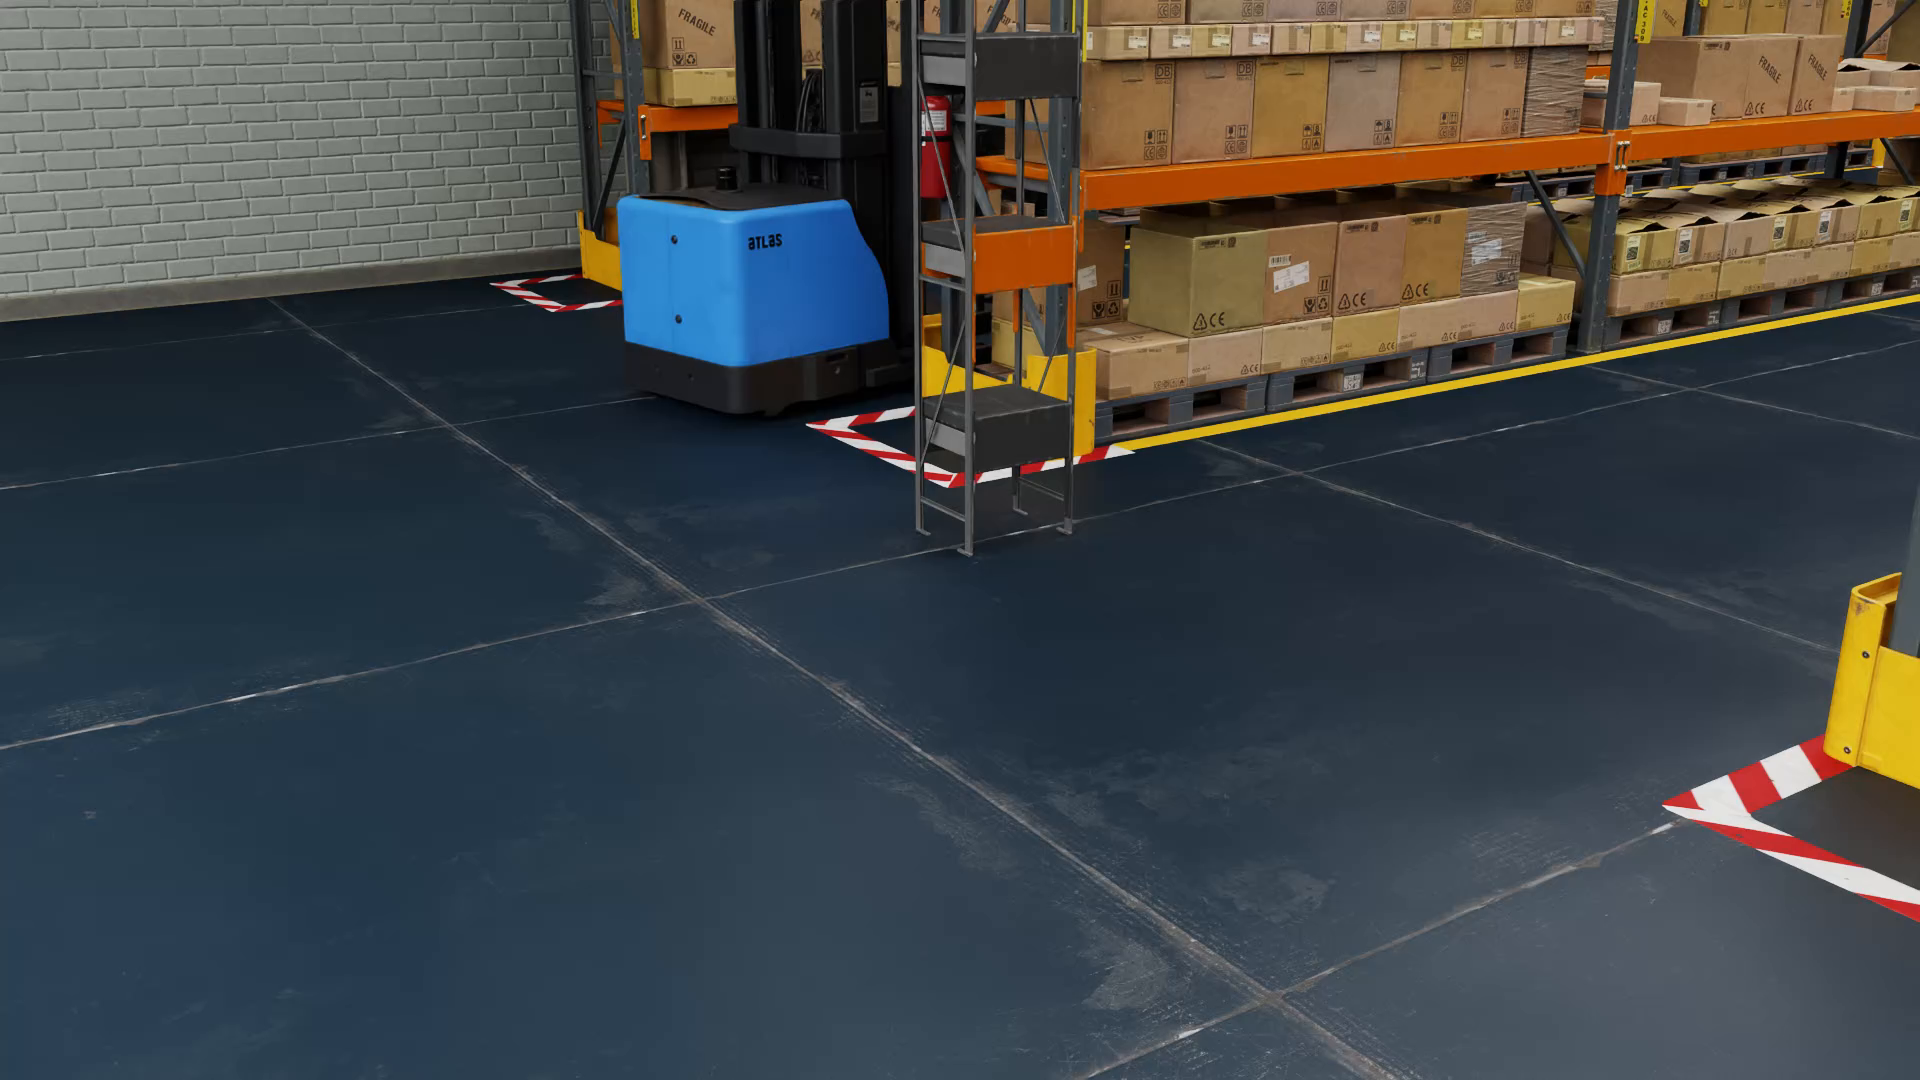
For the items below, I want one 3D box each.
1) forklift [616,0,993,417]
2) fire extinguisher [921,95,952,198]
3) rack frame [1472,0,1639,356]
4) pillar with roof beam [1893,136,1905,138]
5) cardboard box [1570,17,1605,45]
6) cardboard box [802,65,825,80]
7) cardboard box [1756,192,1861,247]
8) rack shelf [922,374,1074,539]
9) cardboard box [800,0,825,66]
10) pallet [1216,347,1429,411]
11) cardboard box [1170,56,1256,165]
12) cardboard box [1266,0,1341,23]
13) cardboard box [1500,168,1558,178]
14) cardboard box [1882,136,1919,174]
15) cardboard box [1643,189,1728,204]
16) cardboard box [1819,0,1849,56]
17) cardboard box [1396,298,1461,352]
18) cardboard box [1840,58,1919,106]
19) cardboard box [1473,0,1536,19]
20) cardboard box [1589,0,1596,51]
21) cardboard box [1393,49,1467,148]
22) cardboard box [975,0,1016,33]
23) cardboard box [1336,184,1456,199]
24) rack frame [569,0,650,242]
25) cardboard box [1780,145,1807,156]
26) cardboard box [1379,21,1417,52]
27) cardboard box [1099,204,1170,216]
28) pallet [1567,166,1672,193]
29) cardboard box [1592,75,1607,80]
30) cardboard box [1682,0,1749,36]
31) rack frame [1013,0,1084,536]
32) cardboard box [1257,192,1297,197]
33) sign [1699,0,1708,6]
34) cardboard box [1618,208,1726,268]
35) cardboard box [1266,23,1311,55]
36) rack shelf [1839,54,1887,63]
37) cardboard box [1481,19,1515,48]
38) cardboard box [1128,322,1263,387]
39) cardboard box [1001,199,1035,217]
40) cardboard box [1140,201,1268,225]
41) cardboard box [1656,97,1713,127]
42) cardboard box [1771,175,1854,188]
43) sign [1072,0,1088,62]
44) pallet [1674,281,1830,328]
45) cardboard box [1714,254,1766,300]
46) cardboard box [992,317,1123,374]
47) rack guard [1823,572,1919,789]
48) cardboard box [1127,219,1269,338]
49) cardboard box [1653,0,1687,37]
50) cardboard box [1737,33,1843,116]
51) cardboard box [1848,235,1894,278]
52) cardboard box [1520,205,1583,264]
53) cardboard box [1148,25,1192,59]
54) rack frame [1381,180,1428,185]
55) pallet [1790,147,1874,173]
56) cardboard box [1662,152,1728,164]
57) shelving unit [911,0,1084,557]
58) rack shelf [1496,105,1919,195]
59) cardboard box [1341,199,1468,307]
[{"bbox_3d":[-0.429,-2.405,9.283,1.130,2.935,3.031,18,25,42],"label":"forklift"},{"bbox_3d":[-0.129,-2.040,8.216,0.183,0.674,0.296,-12,22,-31],"label":"fire extinguisher"},{"bbox_3d":[3.566,-2.678,9.982,0.127,3.000,1.000,-12,22,-31],"label":"rack frame"},{"bbox_3d":[15.008,-8.513,17.876,0.400,9.000,9.100,-12,22,-31],"label":"pillar with roof beam"},{"bbox_3d":[3.457,-2.927,9.551,0.250,0.149,0.380,-12,22,-31],"label":"cardboard box"},{"bbox_3d":[-1.065,-3.420,12.382,0.500,0.250,0.500,-12,22,-32],"label":"cardboard box"},{"bbox_3d":[5.751,-2.205,11.345,0.500,0.311,0.500,-12,22,-32],"label":"cardboard box"},{"bbox_3d":[0.138,-0.348,6.723,0.480,0.518,0.431,-12,22,-31],"label":"rack shelf"},{"bbox_3d":[-1.085,-3.769,12.241,0.500,0.500,0.500,-13,22,-33],"label":"cardboard box"},{"bbox_3d":[1.859,-1.012,9.408,1.213,0.211,1.003,-12,22,-31],"label":"pallet"},{"bbox_3d":[1.058,-2.193,8.392,0.500,0.500,0.700,-11,22,-30],"label":"cardboard box"},{"bbox_3d":[1.523,-2.906,8.476,0.500,0.500,0.700,-12,22,-31],"label":"cardboard box"},{"bbox_3d":[5.601,-4.134,16.991,0.750,0.750,0.750,-12,22,-32],"label":"cardboard box"},{"bbox_3d":[7.604,-3.000,12.981,0.500,0.250,0.500,-11,22,-29],"label":"cardboard box"},{"bbox_3d":[5.018,-2.256,11.496,0.500,0.311,0.500,-12,22,-32],"label":"cardboard box"},{"bbox_3d":[9.839,-6.034,19.442,0.700,0.700,0.980,-12,22,-32],"label":"cardboard box"},{"bbox_3d":[2.467,-1.257,9.416,0.500,0.250,0.500,-12,22,-31],"label":"cardboard box"},{"bbox_3d":[6.579,-3.288,11.925,0.500,0.311,0.500,-10,21,-28],"label":"cardboard box"},{"bbox_3d":[2.778,-3.171,9.258,0.500,0.500,0.700,-12,22,-32],"label":"cardboard box"},{"bbox_3d":[6.014,-5.192,16.768,0.500,0.500,0.500,-11,22,-30],"label":"cardboard box"},{"bbox_3d":[2.341,-2.463,9.191,0.500,0.500,0.700,-12,22,-31],"label":"cardboard box"},{"bbox_3d":[0.200,-4.040,13.044,0.500,0.500,0.500,-12,22,-32],"label":"cardboard box"},{"bbox_3d":[2.593,-1.841,9.974,0.500,0.500,0.500,-12,22,-31],"label":"cardboard box"},{"bbox_3d":[-2.502,-3.298,11.815,0.127,3.000,1.000,-12,22,-31],"label":"rack frame"},{"bbox_3d":[9.494,-4.804,19.517,0.500,0.500,0.700,-13,22,-33],"label":"cardboard box"},{"bbox_3d":[2.175,-2.656,8.750,0.250,0.149,0.380,-11,22,-30],"label":"cardboard box"},{"bbox_3d":[1.444,-3.160,14.626,0.500,0.500,0.700,-11,22,-30],"label":"cardboard box"},{"bbox_3d":[6.917,-3.934,18.052,1.213,0.211,1.003,-12,22,-31],"label":"pallet"},{"bbox_3d":[4.199,-2.818,10.607,0.258,0.266,0.396,-13,22,-33],"label":"cardboard box"},{"bbox_3d":[7.982,-5.645,18.289,0.700,0.700,0.980,-12,22,-31],"label":"cardboard box"},{"bbox_3d":[0.342,-1.067,6.622,0.015,2.100,0.400,-12,22,-31],"label":"rack frame"},{"bbox_3d":[2.713,-3.435,15.439,0.500,0.500,0.700,-12,22,-32],"label":"cardboard box"},{"bbox_3d":[7.827,-5.779,17.470,0.005,0.325,0.100,-12,22,-31],"label":"sign"},{"bbox_3d":[4.469,-1.933,10.540,0.500,0.311,0.500,-12,22,-32],"label":"cardboard box"},{"bbox_3d":[1.533,-2.522,8.351,0.250,0.149,0.380,-13,23,-33],"label":"cardboard box"},{"bbox_3d":[9.190,-5.423,19.225,4.000,0.370,1.077,-12,22,-31],"label":"rack shelf"},{"bbox_3d":[2.813,-2.791,9.148,0.250,0.149,0.380,-12,22,-32],"label":"cardboard box"},{"bbox_3d":[1.211,-0.994,8.638,0.500,0.250,0.500,-12,22,-31],"label":"cardboard box"},{"bbox_3d":[0.408,-2.766,13.980,0.250,0.166,0.380,-16,24,-38],"label":"cardboard box"},{"bbox_3d":[1.337,-1.579,9.198,0.500,0.500,0.500,-12,22,-31],"label":"cardboard box"},{"bbox_3d":[4.419,-2.660,10.322,0.250,0.149,0.380,-12,22,-31],"label":"cardboard box"},{"bbox_3d":[6.308,-2.531,12.309,0.500,0.311,0.500,-11,22,-30],"label":"cardboard box"},{"bbox_3d":[0.526,-2.271,7.304,0.005,0.325,0.100,-12,22,-31],"label":"sign"},{"bbox_3d":[5.180,-1.713,11.483,1.213,0.211,1.003,-12,22,-31],"label":"pallet"},{"bbox_3d":[4.898,-1.761,10.906,0.500,0.250,0.500,-13,22,-33],"label":"cardboard box"},{"bbox_3d":[0.511,-1.043,8.784,0.500,0.250,0.500,-12,22,-31],"label":"cardboard box"},{"bbox_3d":[2.984,0.511,4.454,0.348,0.500,1.175,-12,22,-31],"label":"rack guard"},{"bbox_3d":[1.212,-1.348,8.516,0.500,0.500,0.500,-12,22,-31],"label":"cardboard box"},{"bbox_3d":[7.273,-5.460,17.561,0.500,0.500,0.500,-12,22,-32],"label":"cardboard box"},{"bbox_3d":[5.514,-3.130,11.163,0.500,0.500,0.500,-13,23,-34],"label":"cardboard box"},{"bbox_3d":[6.173,-2.029,11.701,0.500,0.250,0.500,-12,22,-32],"label":"cardboard box"},{"bbox_3d":[3.747,-1.988,10.703,0.500,0.311,0.500,-12,22,-31],"label":"cardboard box"},{"bbox_3d":[0.891,-2.387,7.952,0.250,0.149,0.380,-13,22,-33],"label":"cardboard box"},{"bbox_3d":[4.179,-4.707,15.983,0.127,3.000,1.000,-12,22,-31],"label":"rack frame"},{"bbox_3d":[10.236,-4.633,20.119,1.213,0.211,1.003,-12,22,-31],"label":"pallet"},{"bbox_3d":[8.201,-4.530,18.709,0.500,0.500,0.700,-12,22,-31],"label":"cardboard box"},{"bbox_3d":[0.138,-1.024,6.495,0.503,2.100,0.431,-12,22,-31],"label":"shelving unit"},{"bbox_3d":[5.237,-2.689,11.139,4.000,0.370,1.077,-12,22,-31],"label":"rack shelf"},{"bbox_3d":[2.460,-1.615,9.306,0.500,0.500,0.500,-12,22,-31],"label":"cardboard box"}]
